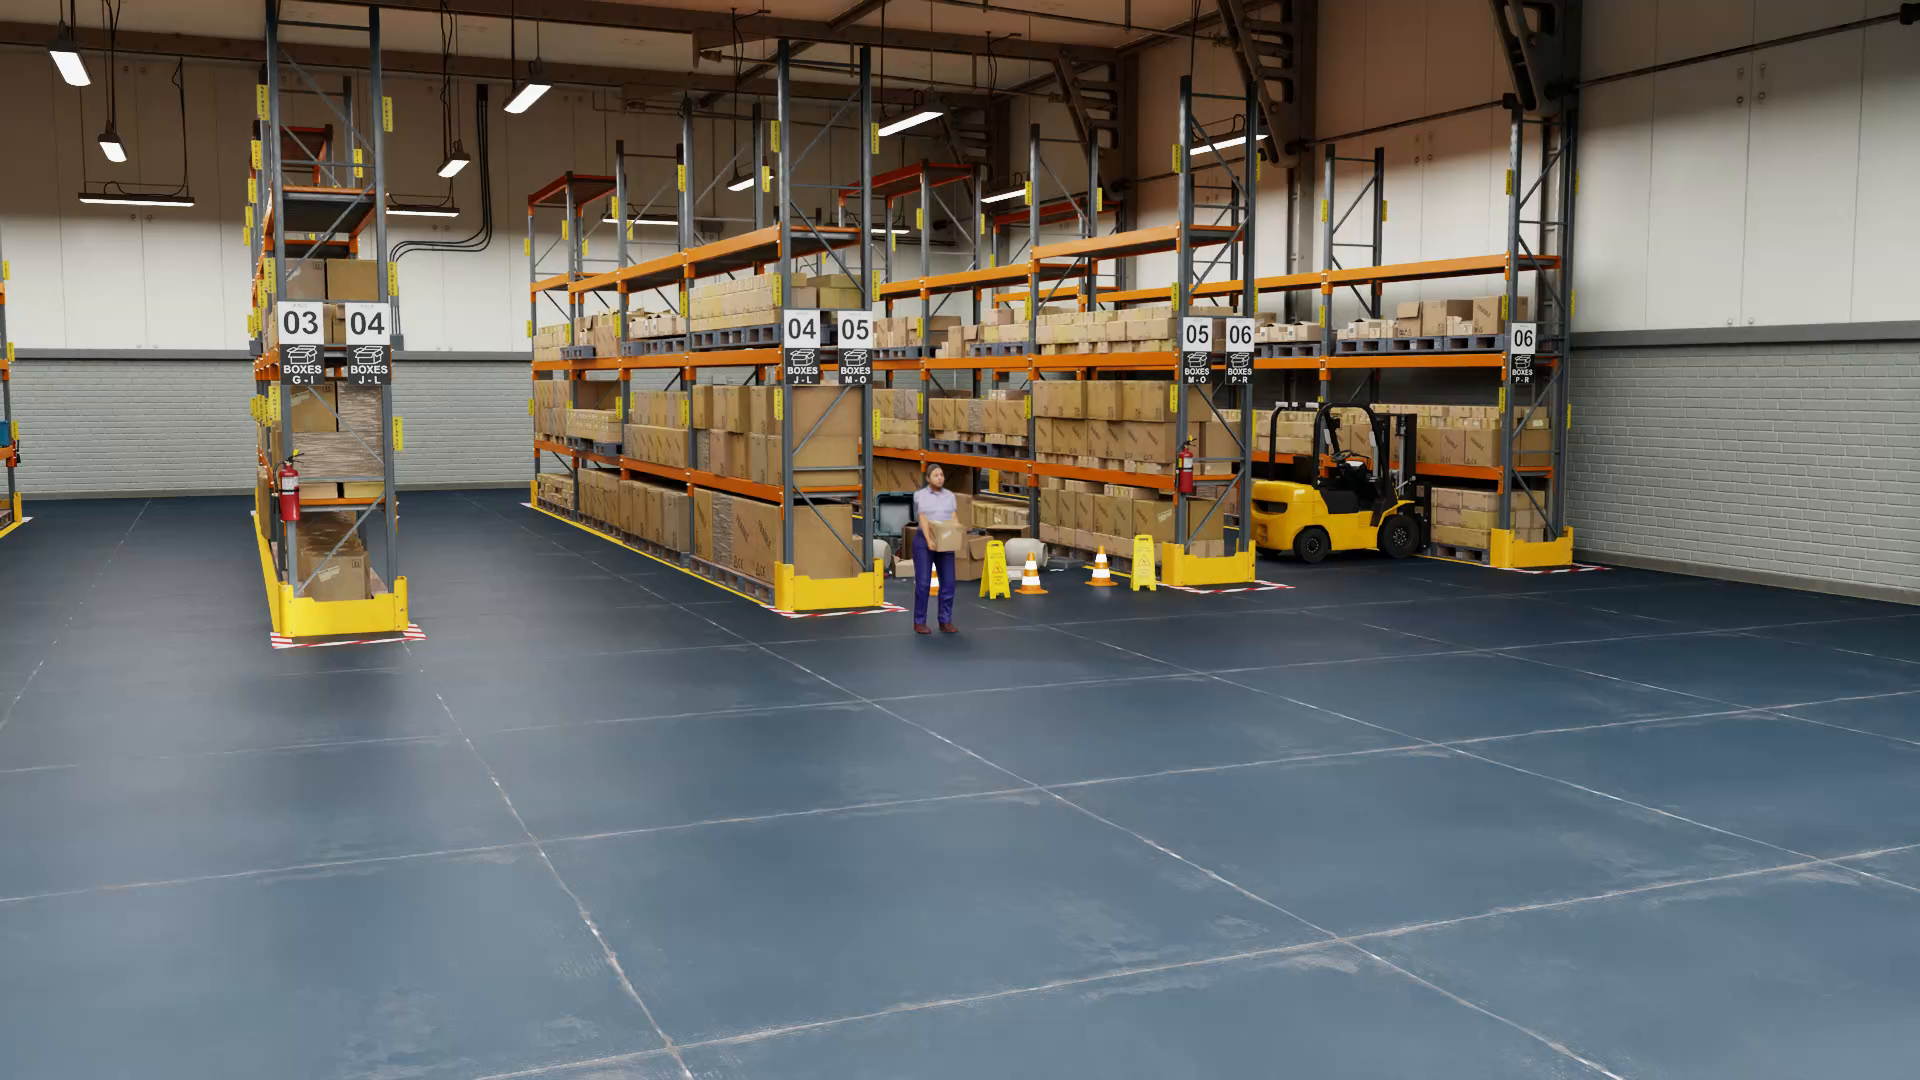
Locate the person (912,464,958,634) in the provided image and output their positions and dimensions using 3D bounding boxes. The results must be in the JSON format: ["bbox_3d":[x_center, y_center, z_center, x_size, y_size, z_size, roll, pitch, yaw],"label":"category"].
[{"bbox_3d":[-0.215,0.086,16.236,0.435,1.647,0.528,-2,6,-24],"label":"person"}]
